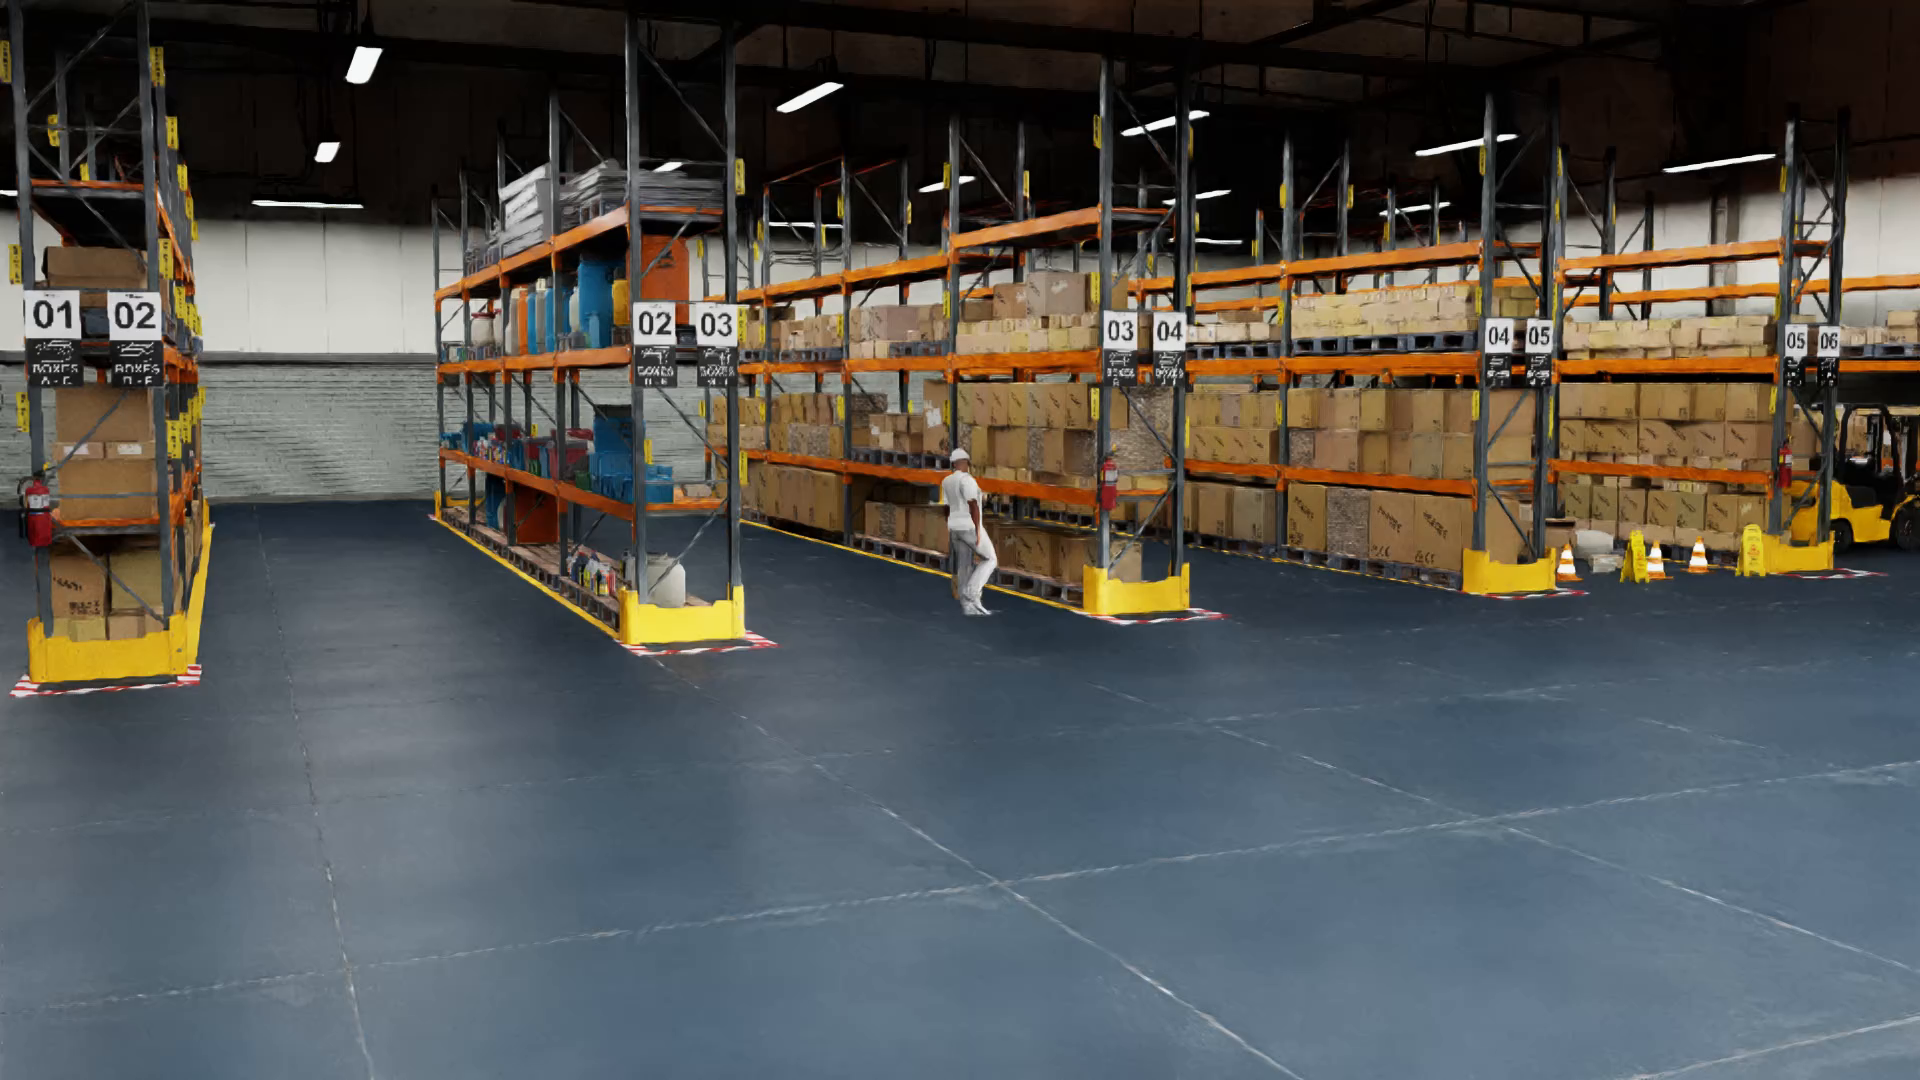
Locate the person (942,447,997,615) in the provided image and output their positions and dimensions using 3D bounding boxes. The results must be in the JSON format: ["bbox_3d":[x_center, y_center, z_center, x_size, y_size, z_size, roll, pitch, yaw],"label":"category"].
[{"bbox_3d":[0.125,-0.091,17.494,0.446,1.759,0.749,-3,6,-30],"label":"person"}]
